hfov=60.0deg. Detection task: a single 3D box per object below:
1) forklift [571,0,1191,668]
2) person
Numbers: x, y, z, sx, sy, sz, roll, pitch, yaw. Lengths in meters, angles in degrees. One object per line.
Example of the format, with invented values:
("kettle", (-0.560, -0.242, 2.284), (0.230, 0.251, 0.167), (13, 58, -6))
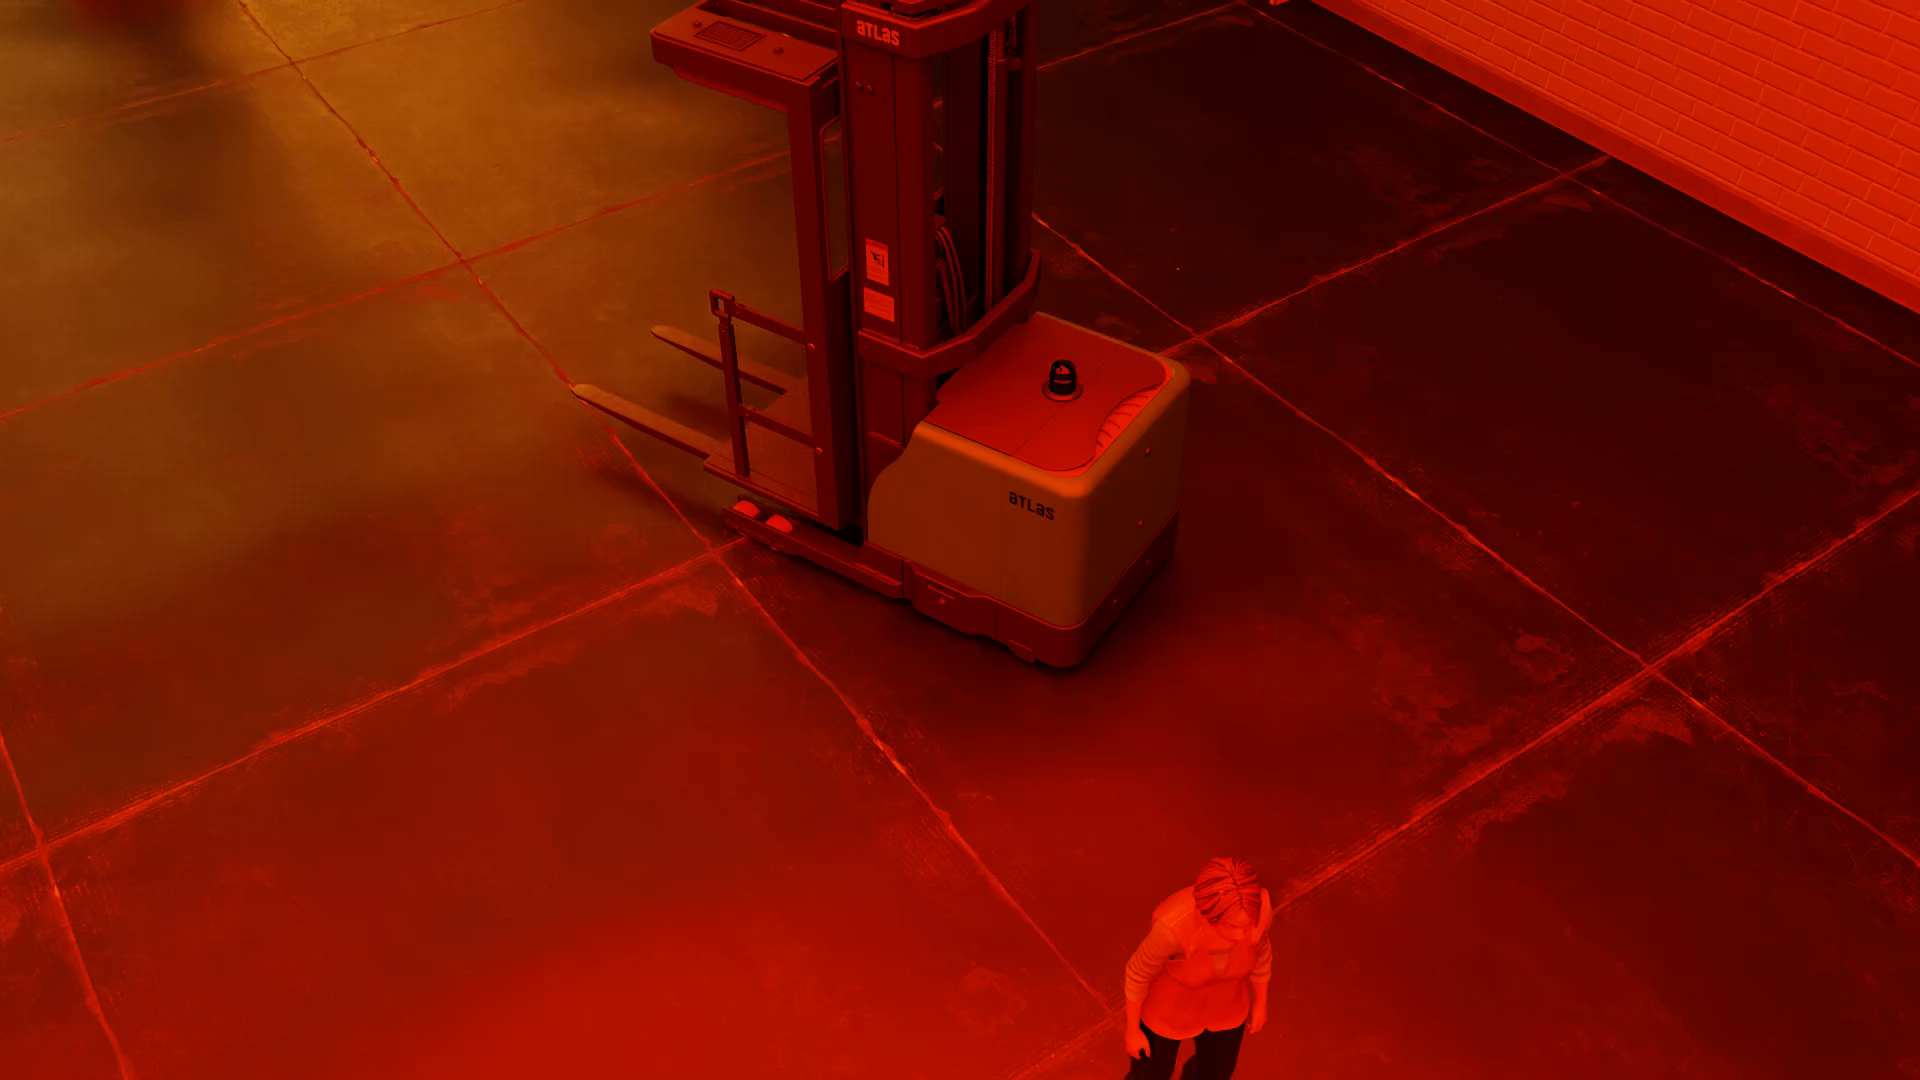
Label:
("forklift", (-0.511, -1.302, 7.129), (3.031, 2.935, 1.130), (24, 48, 24))
("person", (0.718, 1.456, 5.124), (0.478, 1.593, 0.346), (-9, 43, -10))
